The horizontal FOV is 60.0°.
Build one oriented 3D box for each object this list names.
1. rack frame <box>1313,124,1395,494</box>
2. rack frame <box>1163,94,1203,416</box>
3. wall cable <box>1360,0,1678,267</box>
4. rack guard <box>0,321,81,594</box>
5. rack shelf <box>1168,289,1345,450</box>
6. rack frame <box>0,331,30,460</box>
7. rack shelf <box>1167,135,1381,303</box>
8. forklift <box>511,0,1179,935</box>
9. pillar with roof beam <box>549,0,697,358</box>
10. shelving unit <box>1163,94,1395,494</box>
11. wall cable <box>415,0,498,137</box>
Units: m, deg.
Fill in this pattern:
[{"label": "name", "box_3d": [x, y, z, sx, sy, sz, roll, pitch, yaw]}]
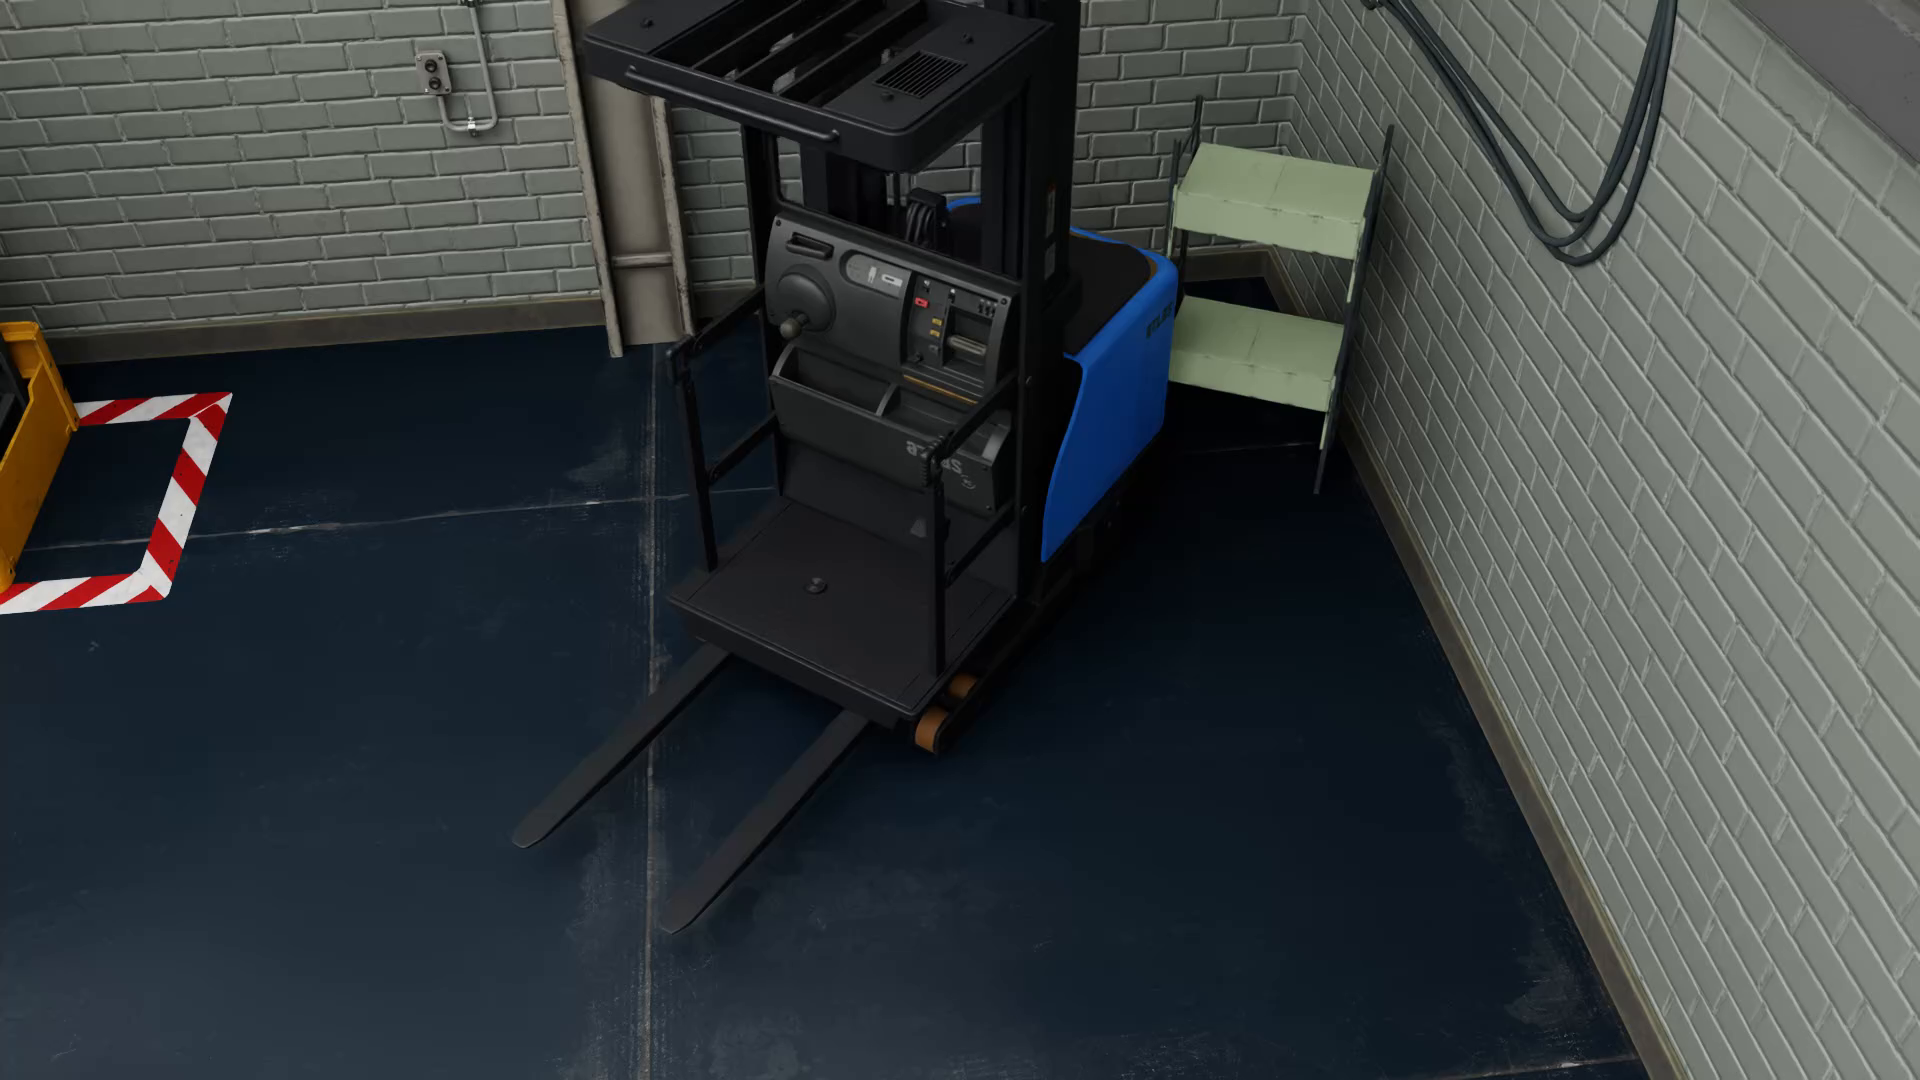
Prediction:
[{"label": "rack frame", "box_3d": [1.556, -0.877, 6.603, 0.023, 1.500, 0.400, 13, 44, 14]}, {"label": "rack frame", "box_3d": [0.864, -1.037, 6.780, 0.023, 1.500, 0.400, 13, 44, 14]}, {"label": "wall cable", "box_3d": [1.653, -2.596, 5.228, 0.112, 2.526, 3.097, -5, 42, -6]}, {"label": "rack guard", "box_3d": [-3.977, -0.341, 6.755, 0.348, 0.500, 1.175, -5, 42, -6]}, {"label": "rack shelf", "box_3d": [1.210, -0.715, 6.910, 0.720, 0.370, 0.431, 13, 44, 14]}, {"label": "rack frame", "box_3d": [-4.001, -1.267, 5.915, 0.127, 3.000, 1.000, -5, 42, -6]}, {"label": "rack shelf", "box_3d": [1.210, -1.247, 6.430, 0.720, 0.370, 0.431, 13, 44, 14]}, {"label": "forklift", "box_3d": [-0.359, -0.695, 5.332, 1.130, 2.935, 3.031, 23, 47, 23]}, {"label": "pillar with roof beam", "box_3d": [-0.878, -1.445, 1.633, 0.400, 9.000, 9.100, -5, 42, -6]}, {"label": "shelving unit", "box_3d": [1.210, -0.957, 6.692, 0.755, 1.500, 0.431, 13, 44, 14]}, {"label": "wall cable", "box_3d": [-2.854, -2.384, 6.395, 1.851, 1.984, 0.084, -5, 42, -6]}]
